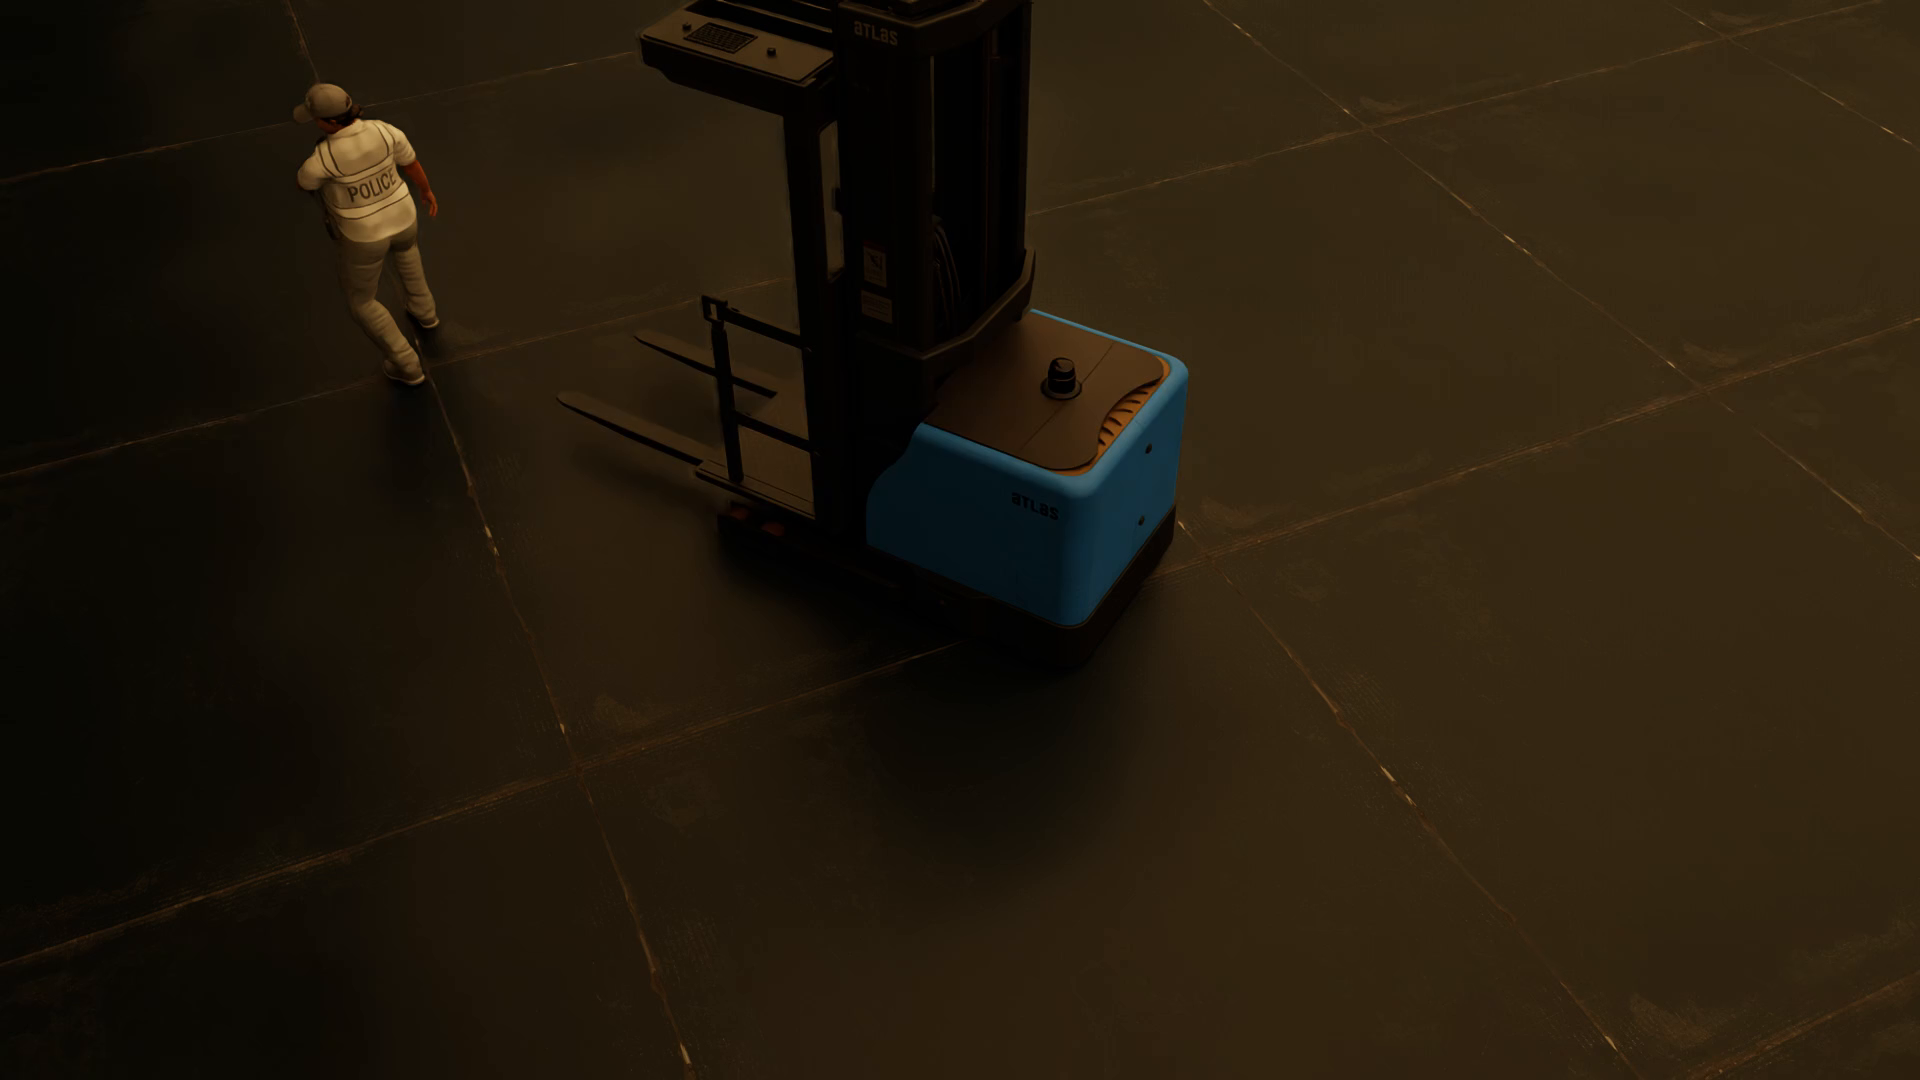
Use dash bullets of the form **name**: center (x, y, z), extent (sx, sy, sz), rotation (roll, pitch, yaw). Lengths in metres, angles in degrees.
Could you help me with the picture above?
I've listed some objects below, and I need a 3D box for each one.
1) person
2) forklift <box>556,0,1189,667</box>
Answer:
- **person**: center (-2.976, -1.661, 8.452), extent (0.768, 1.580, 0.654), rotation (27, 49, 26)
- **forklift**: center (-0.540, -1.283, 7.055), extent (3.031, 2.935, 1.130), rotation (22, 47, 22)
